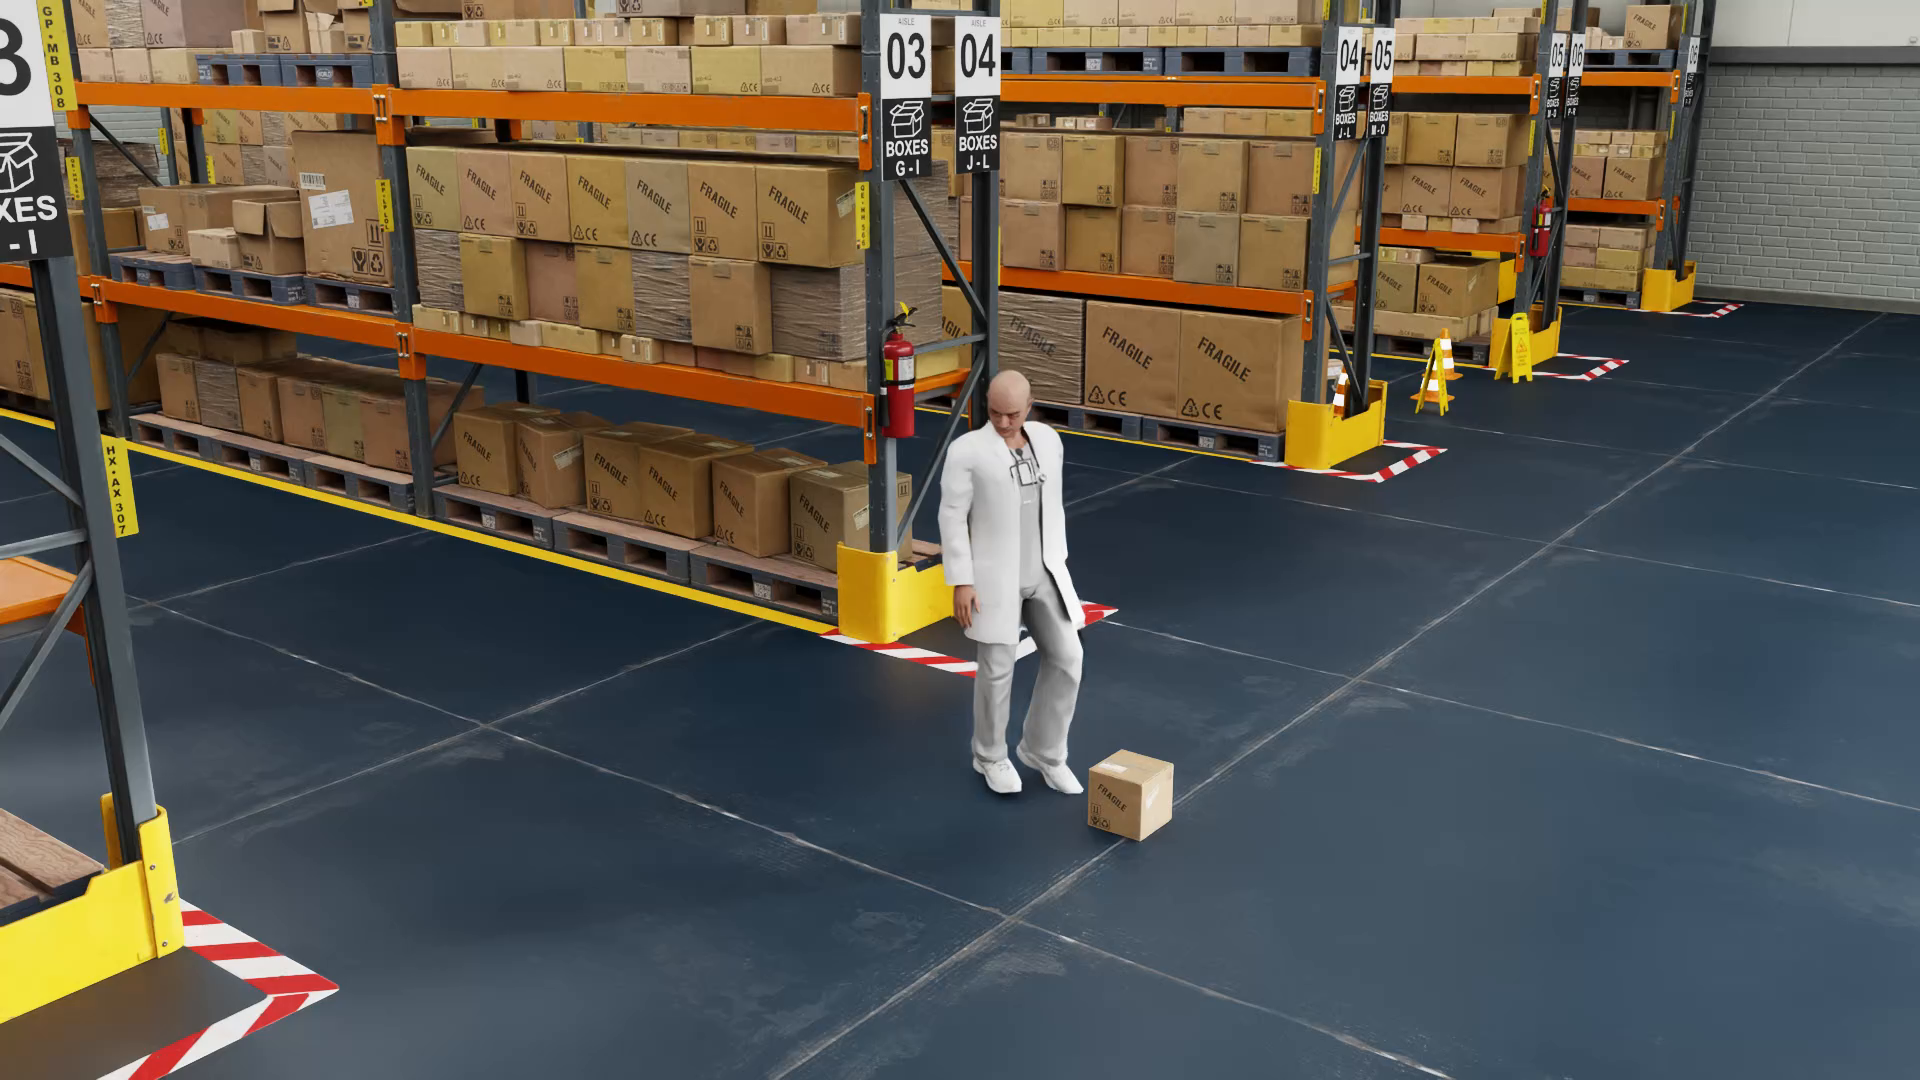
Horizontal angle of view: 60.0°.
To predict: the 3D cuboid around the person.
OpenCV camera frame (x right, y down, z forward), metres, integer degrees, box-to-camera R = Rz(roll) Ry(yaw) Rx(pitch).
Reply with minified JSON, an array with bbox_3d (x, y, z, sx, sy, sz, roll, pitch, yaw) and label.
[{"bbox_3d":[0.234,0.214,6.889,0.621,1.845,0.428,-8,18,-27],"label":"person"}]
